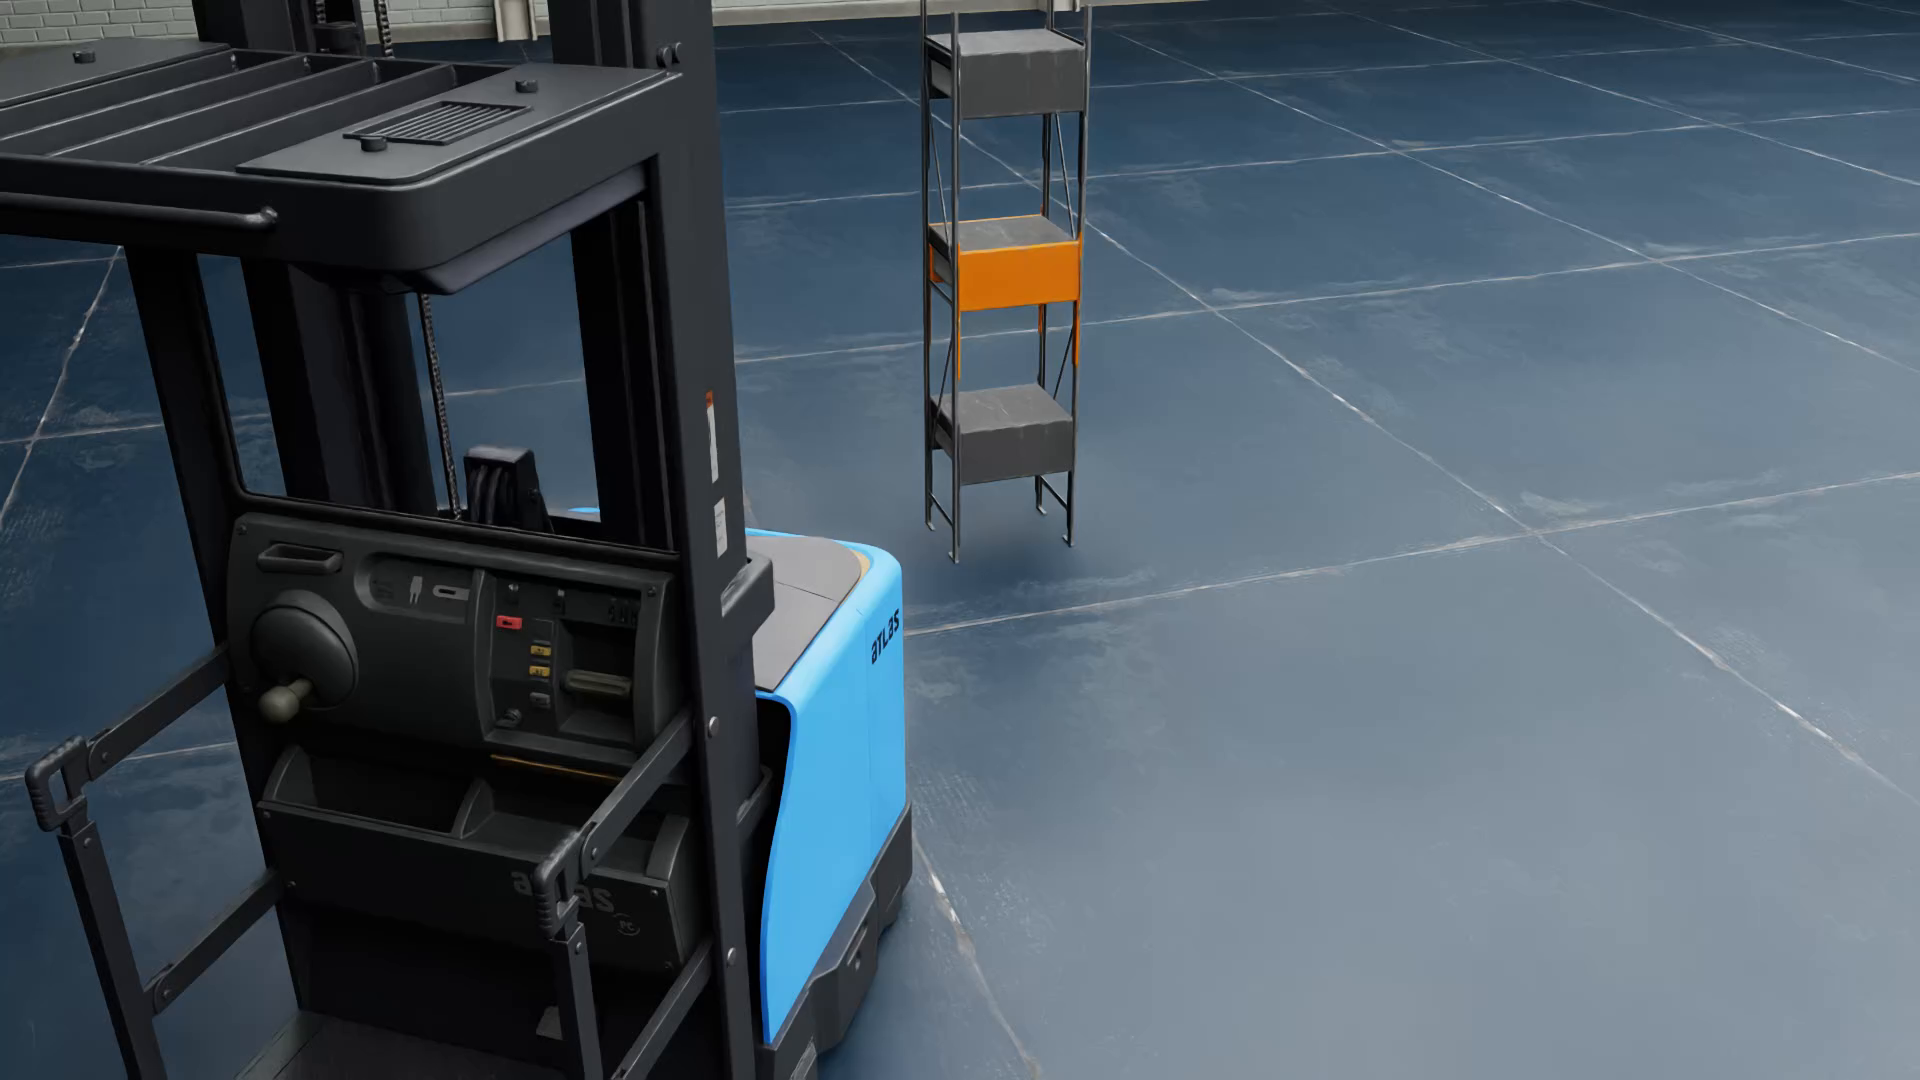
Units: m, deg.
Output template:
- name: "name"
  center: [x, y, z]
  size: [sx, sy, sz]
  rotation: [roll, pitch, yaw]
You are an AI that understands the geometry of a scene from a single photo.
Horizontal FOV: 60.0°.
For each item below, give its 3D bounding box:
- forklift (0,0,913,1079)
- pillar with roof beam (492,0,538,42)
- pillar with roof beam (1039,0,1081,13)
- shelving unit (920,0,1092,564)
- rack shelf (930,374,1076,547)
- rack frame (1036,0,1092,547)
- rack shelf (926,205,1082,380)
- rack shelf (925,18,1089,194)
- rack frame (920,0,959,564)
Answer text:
- name: "forklift"
  center: [-1.048, 0.233, 2.985]
  size: [1.130, 2.935, 3.031]
  rotation: [8, 27, 15]
- name: "pillar with roof beam"
  center: [-3.249, -7.396, 11.527]
  size: [0.400, 9.000, 9.100]
  rotation: [-8, 28, -16]
- name: "pillar with roof beam"
  center: [2.456, -8.222, 13.192]
  size: [0.400, 9.000, 9.100]
  rotation: [-8, 28, -16]
- name: "shelving unit"
  center: [0.157, -0.963, 6.329]
  size: [0.503, 2.100, 0.431]
  rotation: [-8, 28, -16]
- name: "rack shelf"
  center: [0.157, -0.324, 6.646]
  size: [0.480, 0.518, 0.431]
  rotation: [-8, 28, -16]
- name: "rack frame"
  center: [0.389, -0.997, 6.397]
  size: [0.015, 2.100, 0.400]
  rotation: [-8, 28, -16]
- name: "rack shelf"
  center: [0.157, -0.951, 6.335]
  size: [0.480, 0.518, 0.431]
  rotation: [-8, 28, -16]
- name: "rack shelf"
  center: [0.157, -1.578, 6.024]
  size: [0.480, 0.518, 0.431]
  rotation: [-8, 28, -16]
- name: "rack frame"
  center: [-0.075, -0.930, 6.261]
  size: [0.015, 2.100, 0.400]
  rotation: [-8, 28, -16]
